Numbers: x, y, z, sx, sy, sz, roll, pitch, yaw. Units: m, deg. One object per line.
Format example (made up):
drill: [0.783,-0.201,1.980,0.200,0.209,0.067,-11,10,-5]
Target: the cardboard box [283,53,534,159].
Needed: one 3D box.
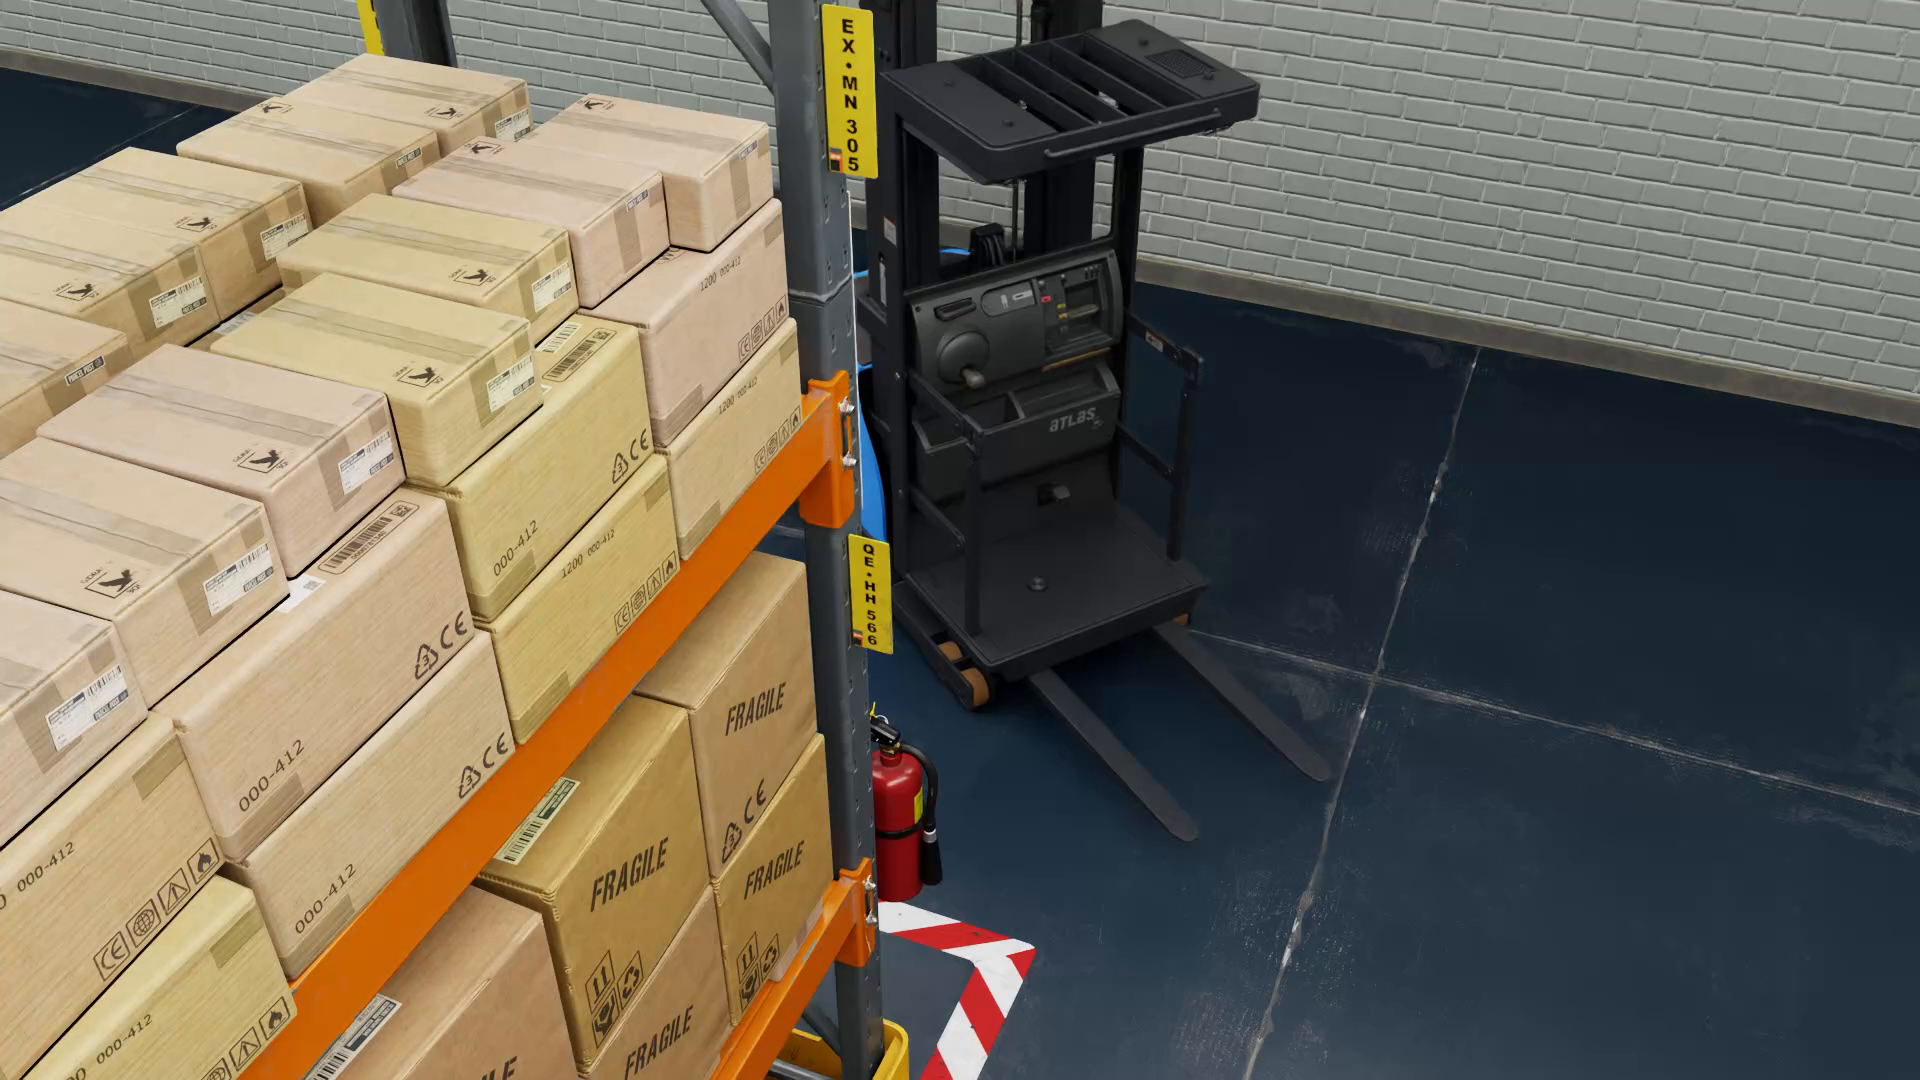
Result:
cardboard box: [-1.045,-0.793,3.174,0.380,0.149,0.250,14,39,17]

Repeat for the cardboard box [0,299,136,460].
cardboard box: [-1.423,-0.221,2.409,0.380,0.149,0.250,15,39,19]

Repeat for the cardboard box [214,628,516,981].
cardboard box: [-1.028,0.308,2.453,0.500,0.250,0.500,16,39,20]

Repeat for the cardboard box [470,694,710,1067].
cardboard box: [-0.848,0.612,3.259,0.500,0.500,0.500,13,39,16]

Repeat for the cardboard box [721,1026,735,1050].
cardboard box: [-0.703,1.056,4.042,0.380,0.149,0.250,14,39,18]

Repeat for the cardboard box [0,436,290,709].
cardboard box: [-1.082,0.033,2.070,0.380,0.149,0.250,15,39,19]

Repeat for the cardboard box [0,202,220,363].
cardboard box: [-1.422,-0.388,2.632,0.380,0.149,0.250,14,39,18]

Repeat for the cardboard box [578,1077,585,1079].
cardboard box: [-1.029,1.296,3.178,0.500,0.500,0.500,14,39,18]

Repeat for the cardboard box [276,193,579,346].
cardboard box: [-0.847,-0.413,2.666,0.380,0.149,0.250,13,39,16]

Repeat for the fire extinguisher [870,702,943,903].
fire extinguisher: [-0.188,0.727,4.648,0.296,0.674,0.183,14,39,18]

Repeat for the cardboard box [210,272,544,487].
cardboard box: [-0.847,-0.242,2.437,0.380,0.149,0.250,14,39,18]

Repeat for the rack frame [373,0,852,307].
rack frame: [-0.711,-1.822,2.671,1.000,3.000,0.127,14,39,18]

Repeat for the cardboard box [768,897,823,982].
cardboard box: [-0.574,0.927,4.215,0.380,0.149,0.250,14,39,18]

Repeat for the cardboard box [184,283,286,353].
cardboard box: [-1.316,-0.287,2.831,0.500,0.250,0.500,13,39,17]

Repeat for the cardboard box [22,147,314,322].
cardboard box: [-1.329,-0.522,2.812,0.380,0.149,0.250,14,39,18]

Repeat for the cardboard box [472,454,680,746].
cardboard box: [-0.827,0.036,2.816,0.500,0.250,0.500,14,39,18]

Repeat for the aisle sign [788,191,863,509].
aisle sign: [-0.406,-0.432,3.651,0.394,0.787,0.004,14,39,18]

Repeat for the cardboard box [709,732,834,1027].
cardboard box: [-0.644,0.729,3.937,0.500,0.500,0.500,15,39,19]

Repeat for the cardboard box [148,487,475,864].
cardboard box: [-1.042,0.119,2.288,0.500,0.250,0.500,14,39,18]

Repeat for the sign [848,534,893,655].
sign: [-0.205,0.128,3.842,0.100,0.325,0.005,14,39,18]

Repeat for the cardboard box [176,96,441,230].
cardboard box: [-1.158,-0.656,2.991,0.380,0.149,0.250,15,39,20]

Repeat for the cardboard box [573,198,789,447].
cardboard box: [-0.651,-0.447,3.045,0.500,0.250,0.500,13,39,16]

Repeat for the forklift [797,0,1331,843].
forklift: [0.342,-0.800,6.372,1.130,2.935,3.031,-19,41,-24]

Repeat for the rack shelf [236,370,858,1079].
rack shelf: [-1.472,0.775,2.303,1.077,0.370,4.000,14,39,18]

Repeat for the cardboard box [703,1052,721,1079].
cardboard box: [-0.784,1.198,3.851,0.380,0.149,0.250,13,39,17]

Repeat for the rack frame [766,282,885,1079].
rack frame: [-0.711,0.581,4.467,1.000,3.000,0.127,14,39,18]

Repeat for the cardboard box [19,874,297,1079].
cardboard box: [-1.212,0.606,2.053,0.500,0.250,0.500,16,40,20]

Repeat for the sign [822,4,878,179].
sign: [-0.205,-0.837,3.120,0.100,0.325,0.005,14,39,18]

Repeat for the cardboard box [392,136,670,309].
cardboard box: [-0.730,-0.550,2.850,0.380,0.149,0.250,14,39,18]

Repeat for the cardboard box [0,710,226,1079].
cardboard box: [-1.245,0.396,1.917,0.500,0.250,0.500,12,38,16]

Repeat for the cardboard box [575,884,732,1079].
cardboard box: [-0.845,1.013,3.557,0.500,0.500,0.500,13,39,17]

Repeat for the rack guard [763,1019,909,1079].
rack guard: [-0.740,1.624,5.159,1.175,0.500,0.348,14,39,18]

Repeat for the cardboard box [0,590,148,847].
cardboard box: [-1.172,0.178,1.876,0.380,0.149,0.250,13,39,16]

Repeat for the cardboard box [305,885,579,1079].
cardboard box: [-1.037,0.902,2.871,0.500,0.500,0.500,16,40,20]

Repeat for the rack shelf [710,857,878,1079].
rack shelf: [-1.472,1.977,3.201,1.077,0.370,4.000,14,39,18]

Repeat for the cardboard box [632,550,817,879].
cardboard box: [-0.655,0.332,3.634,0.500,0.500,0.500,13,39,17]

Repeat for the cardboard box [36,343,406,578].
cardboard box: [-1.000,-0.115,2.268,0.380,0.149,0.250,13,39,17]

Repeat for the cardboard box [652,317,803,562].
cardboard box: [-0.639,-0.248,3.196,0.500,0.250,0.500,13,39,17]

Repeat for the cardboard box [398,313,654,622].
cardboard box: [-0.844,-0.164,2.666,0.500,0.250,0.500,13,39,17]

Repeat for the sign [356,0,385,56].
sign: [-1.213,-1.094,3.473,0.100,0.325,0.005,14,39,18]

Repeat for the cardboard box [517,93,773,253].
cardboard box: [-0.566,-0.669,3.009,0.380,0.149,0.250,14,39,17]
